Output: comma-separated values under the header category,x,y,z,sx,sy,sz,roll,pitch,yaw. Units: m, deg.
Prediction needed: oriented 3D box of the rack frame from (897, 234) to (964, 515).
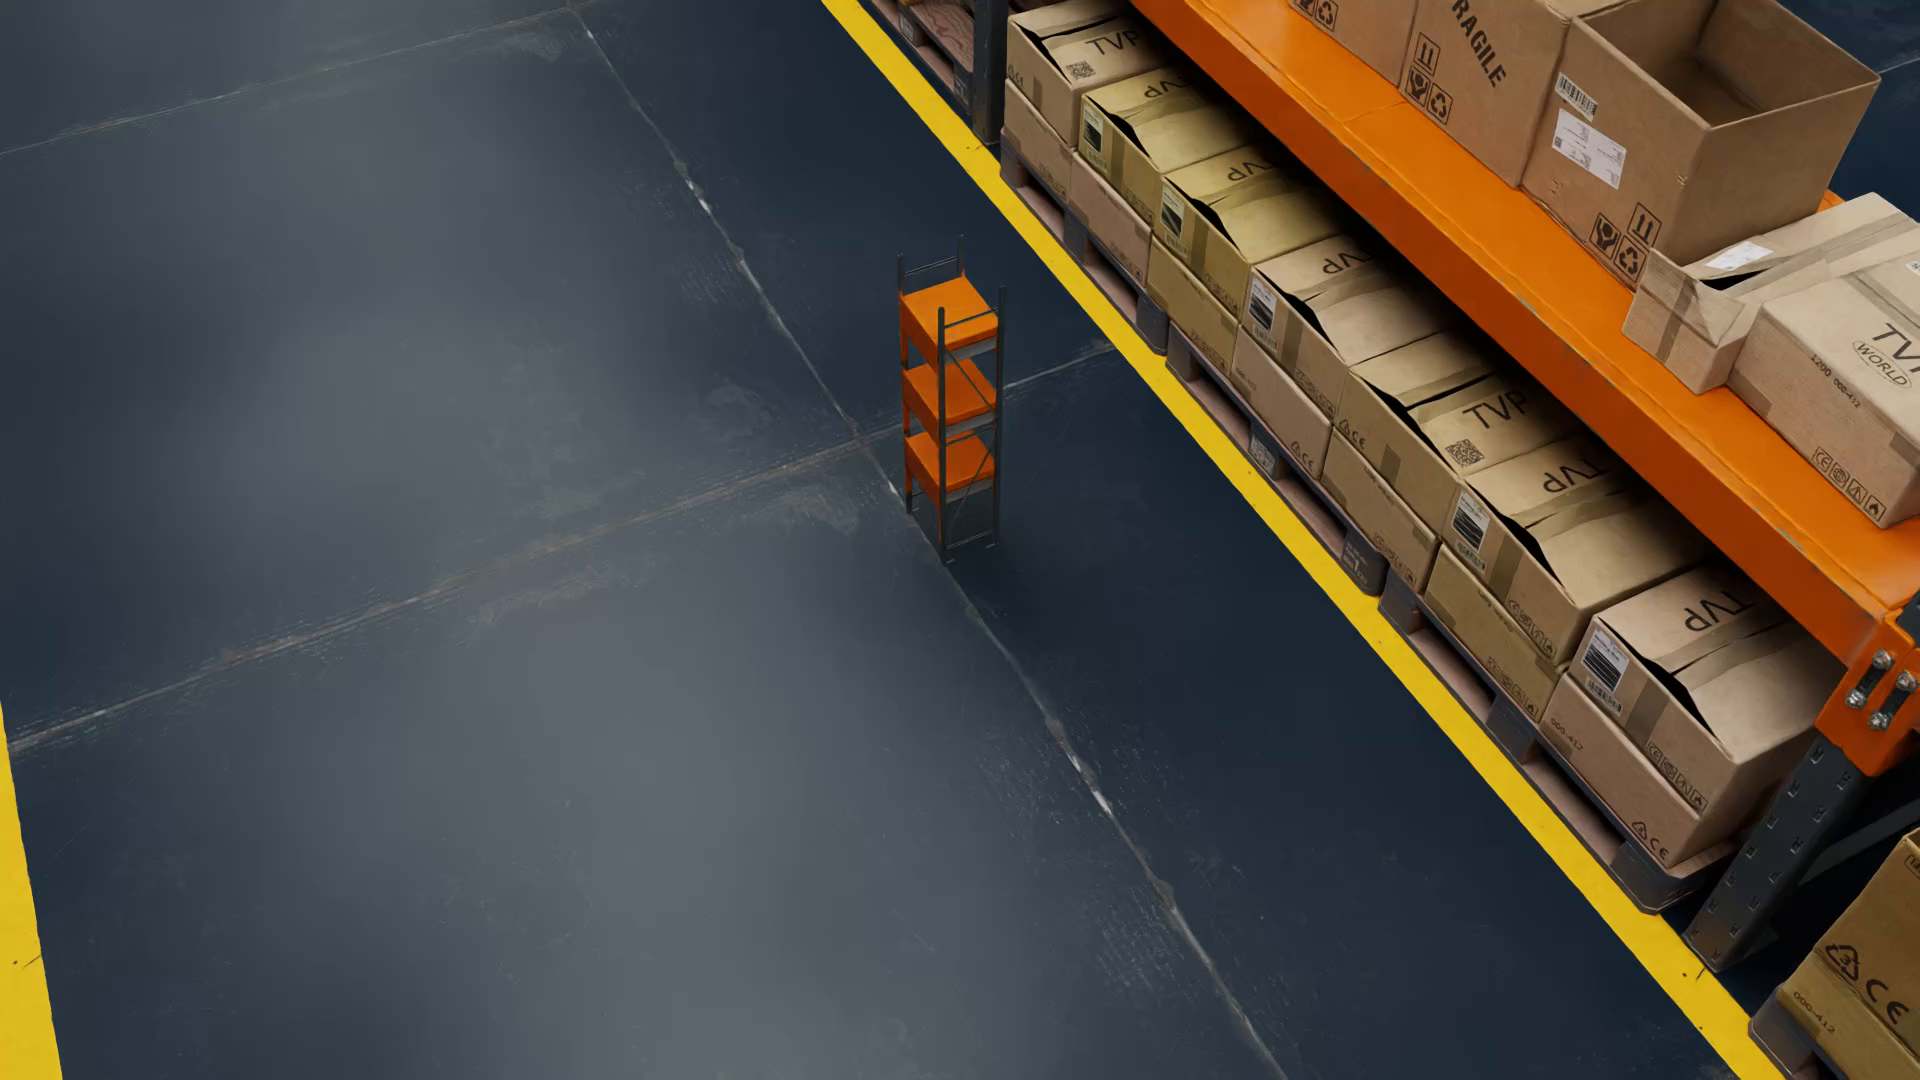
category,x,y,z,sx,sy,sz,roll,pitch,yaw
rack frame,-0.080,-0.463,4.958,0.200,1.050,0.008,-21,52,-18

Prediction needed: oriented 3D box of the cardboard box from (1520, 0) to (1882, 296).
category,x,y,z,sx,sy,sz,roll,pitch,yaw
cardboard box,1.774,-0.986,4.053,0.500,0.500,0.500,-18,51,-15

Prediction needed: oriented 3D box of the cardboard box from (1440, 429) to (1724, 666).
category,x,y,z,sx,sy,sz,roll,pitch,yaw
cardboard box,1.668,-0.017,4.447,0.500,0.311,0.500,-20,52,-17

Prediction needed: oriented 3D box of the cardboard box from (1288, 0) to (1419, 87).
category,x,y,z,sx,sy,sz,roll,pitch,yaw
cardboard box,1.304,-1.674,4.655,0.500,0.500,0.500,-24,53,-19

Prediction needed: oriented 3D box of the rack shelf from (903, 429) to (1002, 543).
category,x,y,z,sx,sy,sz,roll,pitch,yaw
rack shelf,-0.024,-0.192,5.103,0.215,0.259,0.240,-21,52,-18

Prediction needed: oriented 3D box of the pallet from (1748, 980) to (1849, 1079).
category,x,y,z,sx,sy,sz,roll,pitch,yaw
pallet,2.679,1.383,3.900,1.003,0.211,1.213,-21,52,-18

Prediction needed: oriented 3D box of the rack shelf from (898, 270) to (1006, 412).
category,x,y,z,sx,sy,sz,roll,pitch,yaw
rack shelf,-0.024,-0.561,4.681,0.215,0.259,0.240,-21,52,-18

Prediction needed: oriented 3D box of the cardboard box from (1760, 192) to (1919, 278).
category,x,y,z,sx,sy,sz,roll,pitch,yaw
cardboard box,2.128,-0.662,4.003,0.380,0.149,0.250,-21,52,-18

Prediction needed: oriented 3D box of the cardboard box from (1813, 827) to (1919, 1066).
category,x,y,z,sx,sy,sz,roll,pitch,yaw
cardboard box,2.286,0.857,3.557,0.500,0.500,0.500,-21,52,-18

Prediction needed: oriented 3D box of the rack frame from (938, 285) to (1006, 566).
category,x,y,z,sx,sy,sz,roll,pitch,yaw
rack frame,0.031,-0.300,4.815,0.200,1.050,0.008,-21,52,-18

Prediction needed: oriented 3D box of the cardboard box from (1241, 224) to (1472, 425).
category,x,y,z,sx,sy,sz,roll,pitch,yaw
cardboard box,1.215,-0.690,5.036,0.500,0.311,0.500,-22,52,-18

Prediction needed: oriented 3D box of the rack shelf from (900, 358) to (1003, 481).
category,x,y,z,sx,sy,sz,roll,pitch,yaw
rack shelf,-0.024,-0.374,4.894,0.215,0.259,0.240,-21,52,-18

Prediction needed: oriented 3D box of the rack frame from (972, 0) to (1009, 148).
category,x,y,z,sx,sy,sz,roll,pitch,yaw
rack frame,0.522,-2.758,5.670,1.000,3.000,0.127,-21,52,-18

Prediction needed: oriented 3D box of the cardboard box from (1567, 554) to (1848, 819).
category,x,y,z,sx,sy,sz,roll,pitch,yaw
cardboard box,1.912,0.329,4.145,0.500,0.311,0.500,-21,52,-18

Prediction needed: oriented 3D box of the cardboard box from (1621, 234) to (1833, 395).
category,x,y,z,sx,sy,sz,roll,pitch,yaw
cardboard box,1.787,-0.562,3.838,0.396,0.266,0.258,-22,52,-18

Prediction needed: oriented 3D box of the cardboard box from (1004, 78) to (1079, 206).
category,x,y,z,sx,sy,sz,roll,pitch,yaw
cardboard box,0.500,-1.540,6.152,0.500,0.250,0.500,-21,52,-18

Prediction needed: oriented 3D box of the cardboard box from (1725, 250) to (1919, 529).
category,x,y,z,sx,sy,sz,roll,pitch,yaw
cardboard box,2.088,-0.346,3.660,0.500,0.250,0.500,-18,51,-15

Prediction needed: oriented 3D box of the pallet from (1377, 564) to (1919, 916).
category,x,y,z,sx,sy,sz,roll,pitch,yaw
pallet,1.980,0.357,4.797,1.003,0.211,1.213,-21,52,-18

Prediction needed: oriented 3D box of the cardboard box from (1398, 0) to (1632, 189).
category,x,y,z,sx,sy,sz,roll,pitch,yaw
cardboard box,1.545,-1.322,4.347,0.500,0.500,0.500,-21,52,-17

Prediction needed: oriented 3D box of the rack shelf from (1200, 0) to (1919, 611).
category,x,y,z,sx,sy,sz,roll,pitch,yaw
rack shelf,1.437,-1.247,4.696,0.919,0.124,3.809,-21,52,-18

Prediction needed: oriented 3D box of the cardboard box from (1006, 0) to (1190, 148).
category,x,y,z,sx,sy,sz,roll,pitch,yaw
cardboard box,0.500,-1.724,5.940,0.500,0.311,0.500,-20,52,-16

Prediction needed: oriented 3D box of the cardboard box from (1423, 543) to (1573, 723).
category,x,y,z,sx,sy,sz,roll,pitch,yaw
cardboard box,1.675,0.169,4.657,0.500,0.250,0.500,-22,52,-18

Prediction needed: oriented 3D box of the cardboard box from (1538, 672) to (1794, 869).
category,x,y,z,sx,sy,sz,roll,pitch,yaw
cardboard box,1.905,0.508,4.361,0.500,0.250,0.500,-22,52,-18

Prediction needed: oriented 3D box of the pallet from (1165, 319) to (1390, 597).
category,x,y,z,sx,sy,sz,roll,pitch,yaw
pallet,1.418,-0.460,5.512,1.003,0.211,1.213,-21,52,-18

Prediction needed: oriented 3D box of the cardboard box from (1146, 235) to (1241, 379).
category,x,y,z,sx,sy,sz,roll,pitch,yaw
cardboard box,0.974,-0.858,5.555,0.500,0.250,0.500,-22,53,-18

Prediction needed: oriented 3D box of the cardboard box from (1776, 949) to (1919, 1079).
category,x,y,z,sx,sy,sz,roll,pitch,yaw
cardboard box,2.295,1.101,3.842,0.500,0.250,0.500,-21,52,-18

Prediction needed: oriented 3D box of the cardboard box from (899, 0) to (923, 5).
category,x,y,z,sx,sy,sz,roll,pitch,yaw
cardboard box,-0.115,-2.625,6.922,0.500,0.500,0.500,-19,52,-16

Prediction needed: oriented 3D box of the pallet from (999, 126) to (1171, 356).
category,x,y,z,sx,sy,sz,roll,pitch,yaw
pallet,0.864,-1.276,6.226,1.003,0.211,1.213,-21,52,-18

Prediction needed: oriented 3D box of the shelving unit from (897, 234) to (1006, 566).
category,x,y,z,sx,sy,sz,roll,pitch,yaw
shelving unit,-0.024,-0.381,4.886,0.215,1.050,0.252,-21,52,-18
